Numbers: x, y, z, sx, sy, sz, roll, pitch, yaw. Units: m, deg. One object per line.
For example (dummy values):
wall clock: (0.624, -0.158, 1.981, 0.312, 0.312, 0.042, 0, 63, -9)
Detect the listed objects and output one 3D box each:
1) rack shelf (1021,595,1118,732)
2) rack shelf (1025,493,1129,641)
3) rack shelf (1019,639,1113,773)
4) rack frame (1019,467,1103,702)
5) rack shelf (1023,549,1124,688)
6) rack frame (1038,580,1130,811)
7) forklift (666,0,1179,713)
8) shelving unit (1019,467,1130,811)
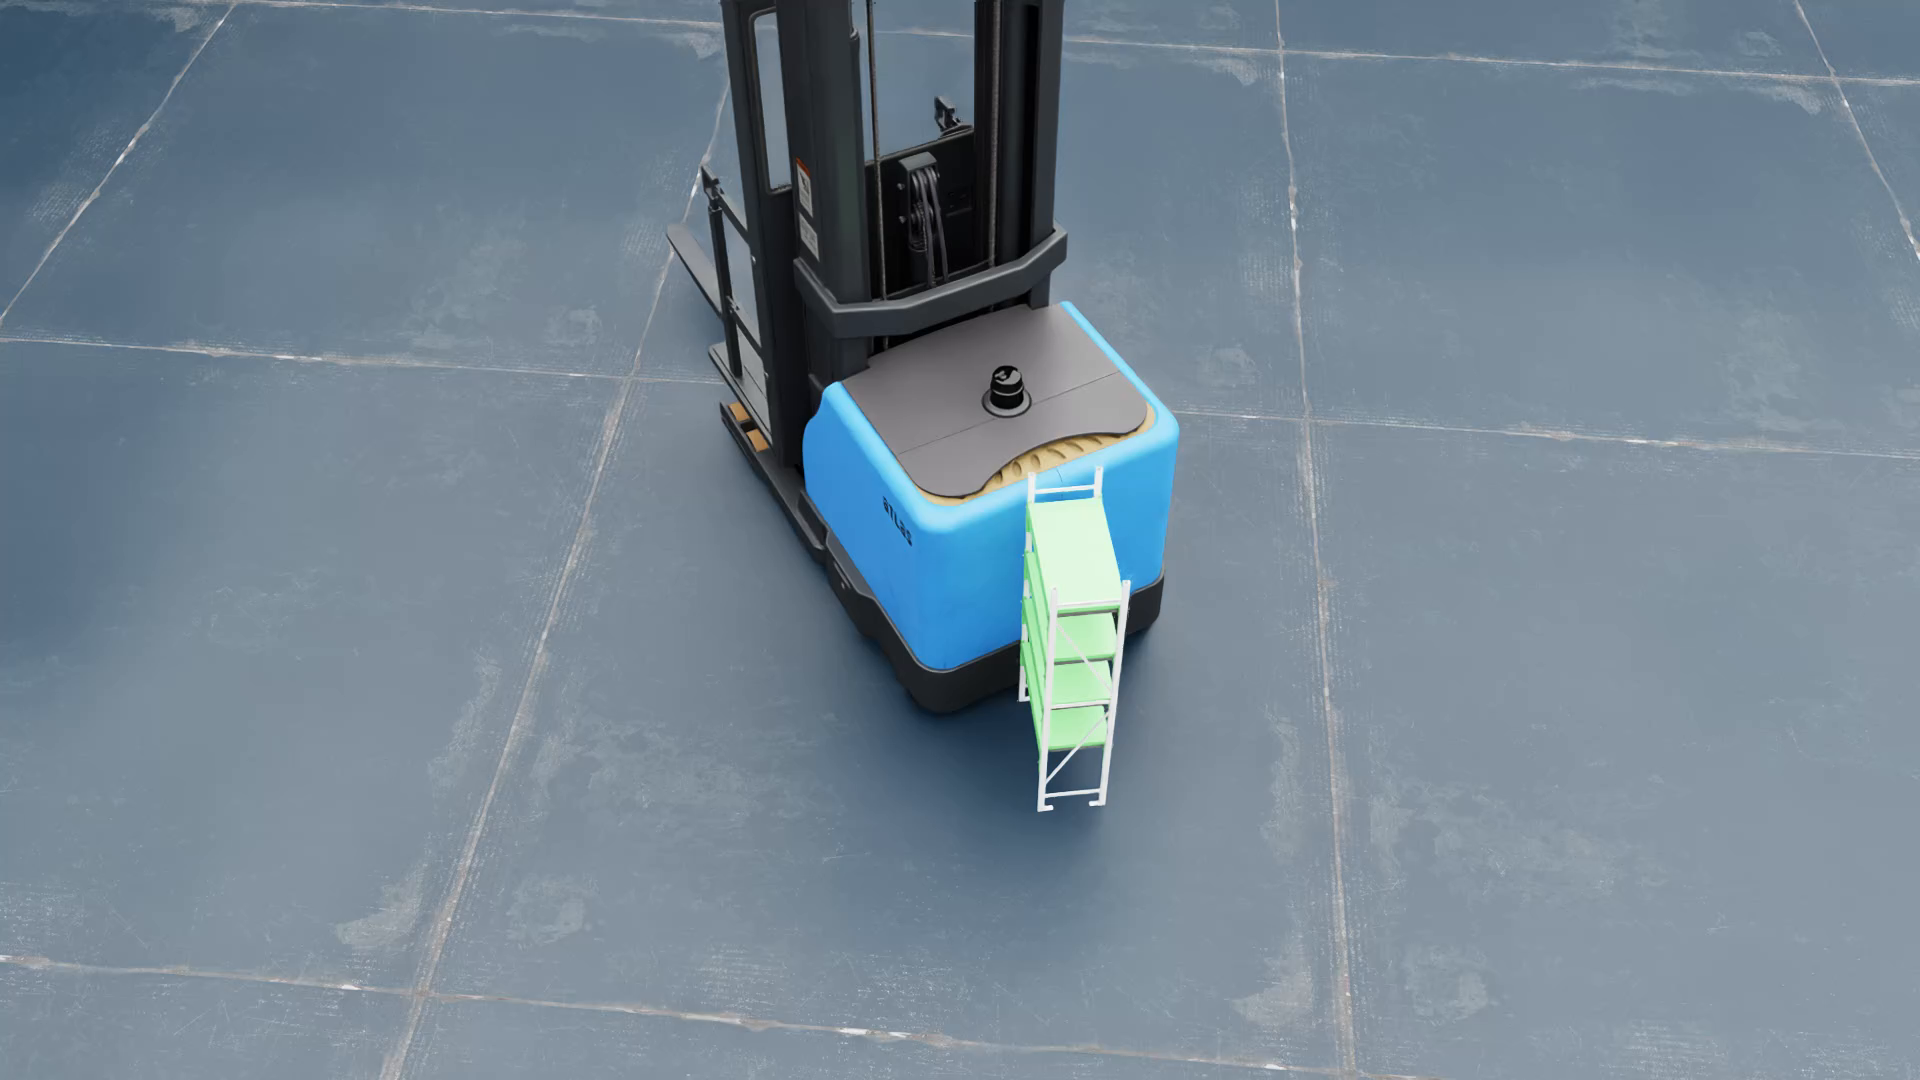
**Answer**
rack shelf: (0.368, 0.406, 5.678, 0.258, 0.148, 0.480, -5, 48, -4)
rack shelf: (0.368, 0.082, 5.324, 0.258, 0.148, 0.480, -5, 48, -4)
rack shelf: (0.368, 0.568, 5.855, 0.258, 0.148, 0.480, -5, 48, -4)
rack frame: (0.340, 0.184, 5.794, 0.240, 1.200, 0.015, -5, 48, -4)
rack shelf: (0.368, 0.244, 5.501, 0.258, 0.148, 0.480, -5, 48, -4)
rack frame: (0.396, 0.542, 5.467, 0.240, 1.200, 0.015, -5, 48, -4)
forklift: (-0.370, -1.445, 6.111, 1.130, 2.935, 3.031, -22, 51, -19)
shelving unit: (0.368, 0.363, 5.631, 0.258, 1.200, 0.503, -5, 48, -4)
